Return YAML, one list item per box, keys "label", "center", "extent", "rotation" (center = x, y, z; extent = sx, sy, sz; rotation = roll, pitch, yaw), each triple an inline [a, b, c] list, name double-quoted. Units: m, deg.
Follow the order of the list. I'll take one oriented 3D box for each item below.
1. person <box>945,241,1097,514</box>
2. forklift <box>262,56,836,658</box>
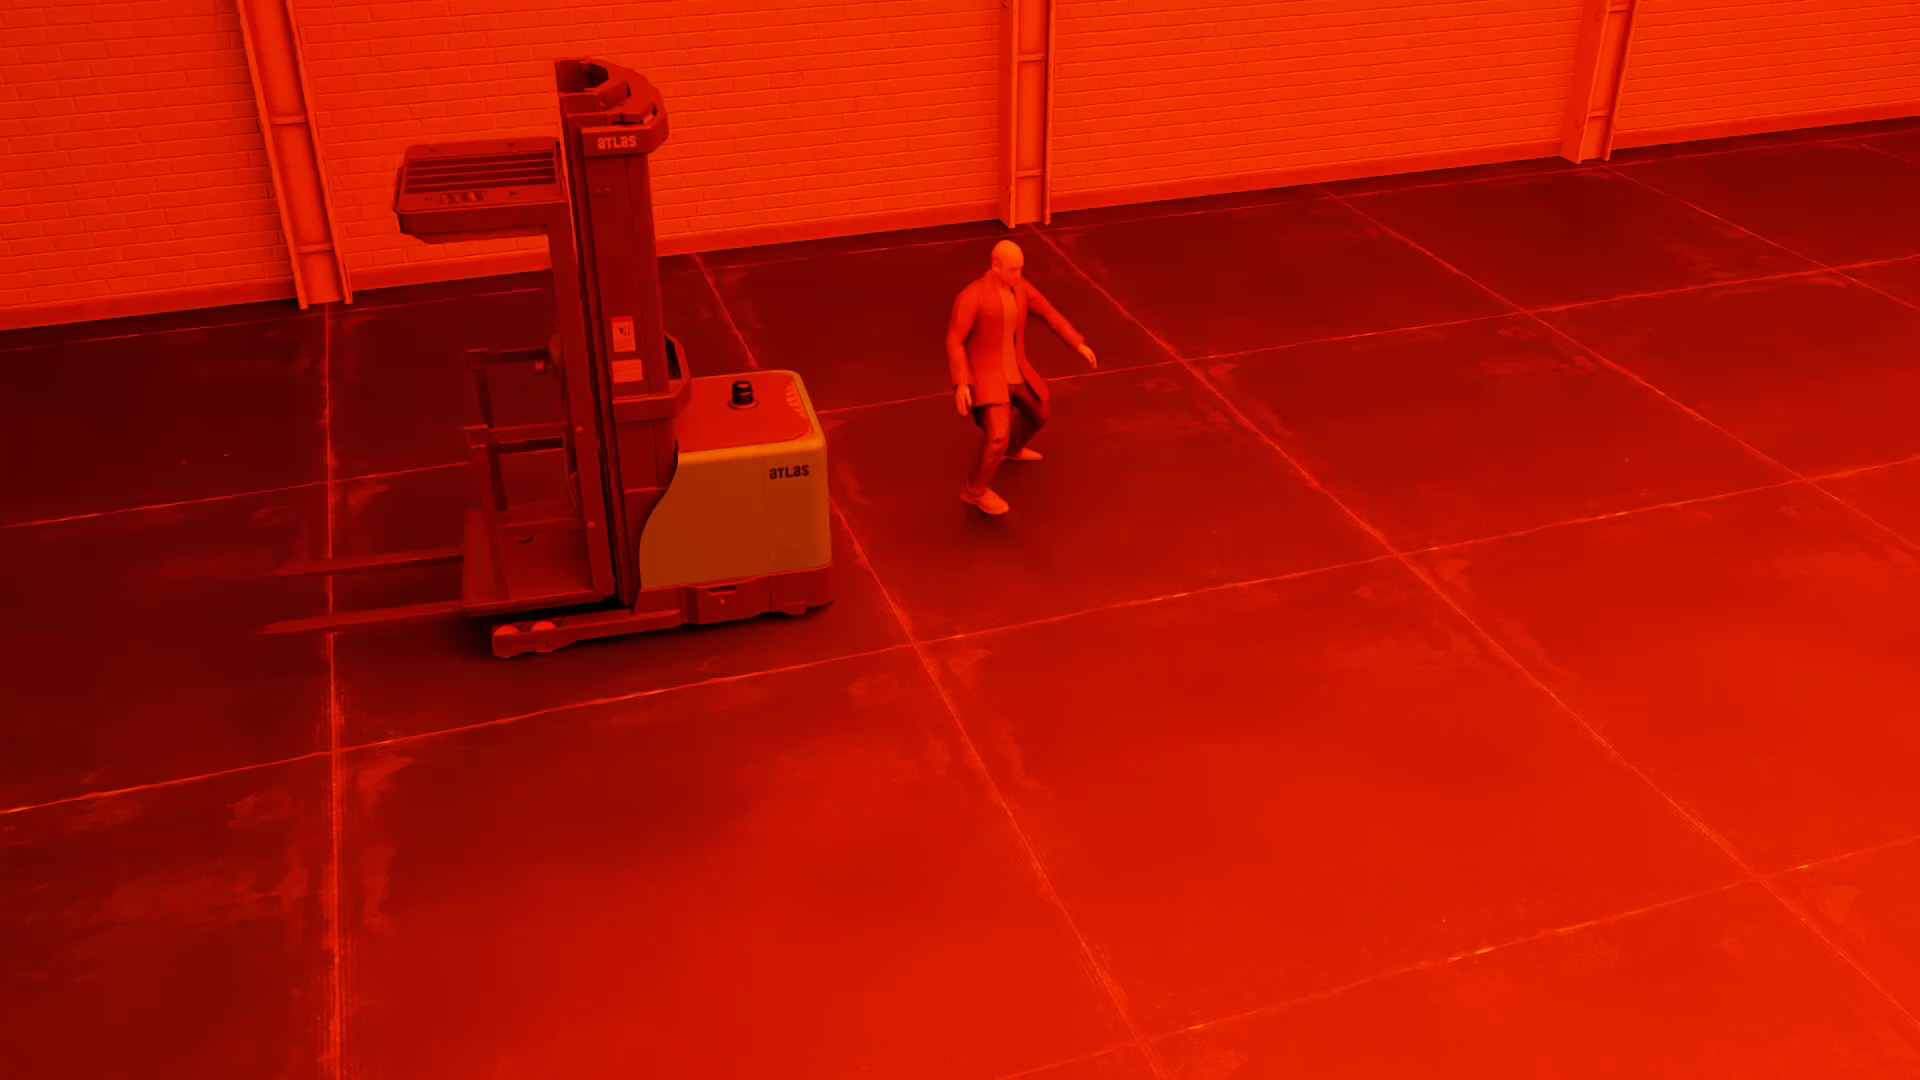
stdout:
- label: "person"
  center: [0.309, -1.039, 10.233]
  extent: [1.002, 1.650, 0.782]
  rotation: [-23, 37, -34]
- label: "forklift"
  center: [-2.273, -0.928, 8.701]
  extent: [3.031, 2.935, 1.130]
  rotation: [-7, 31, -12]
